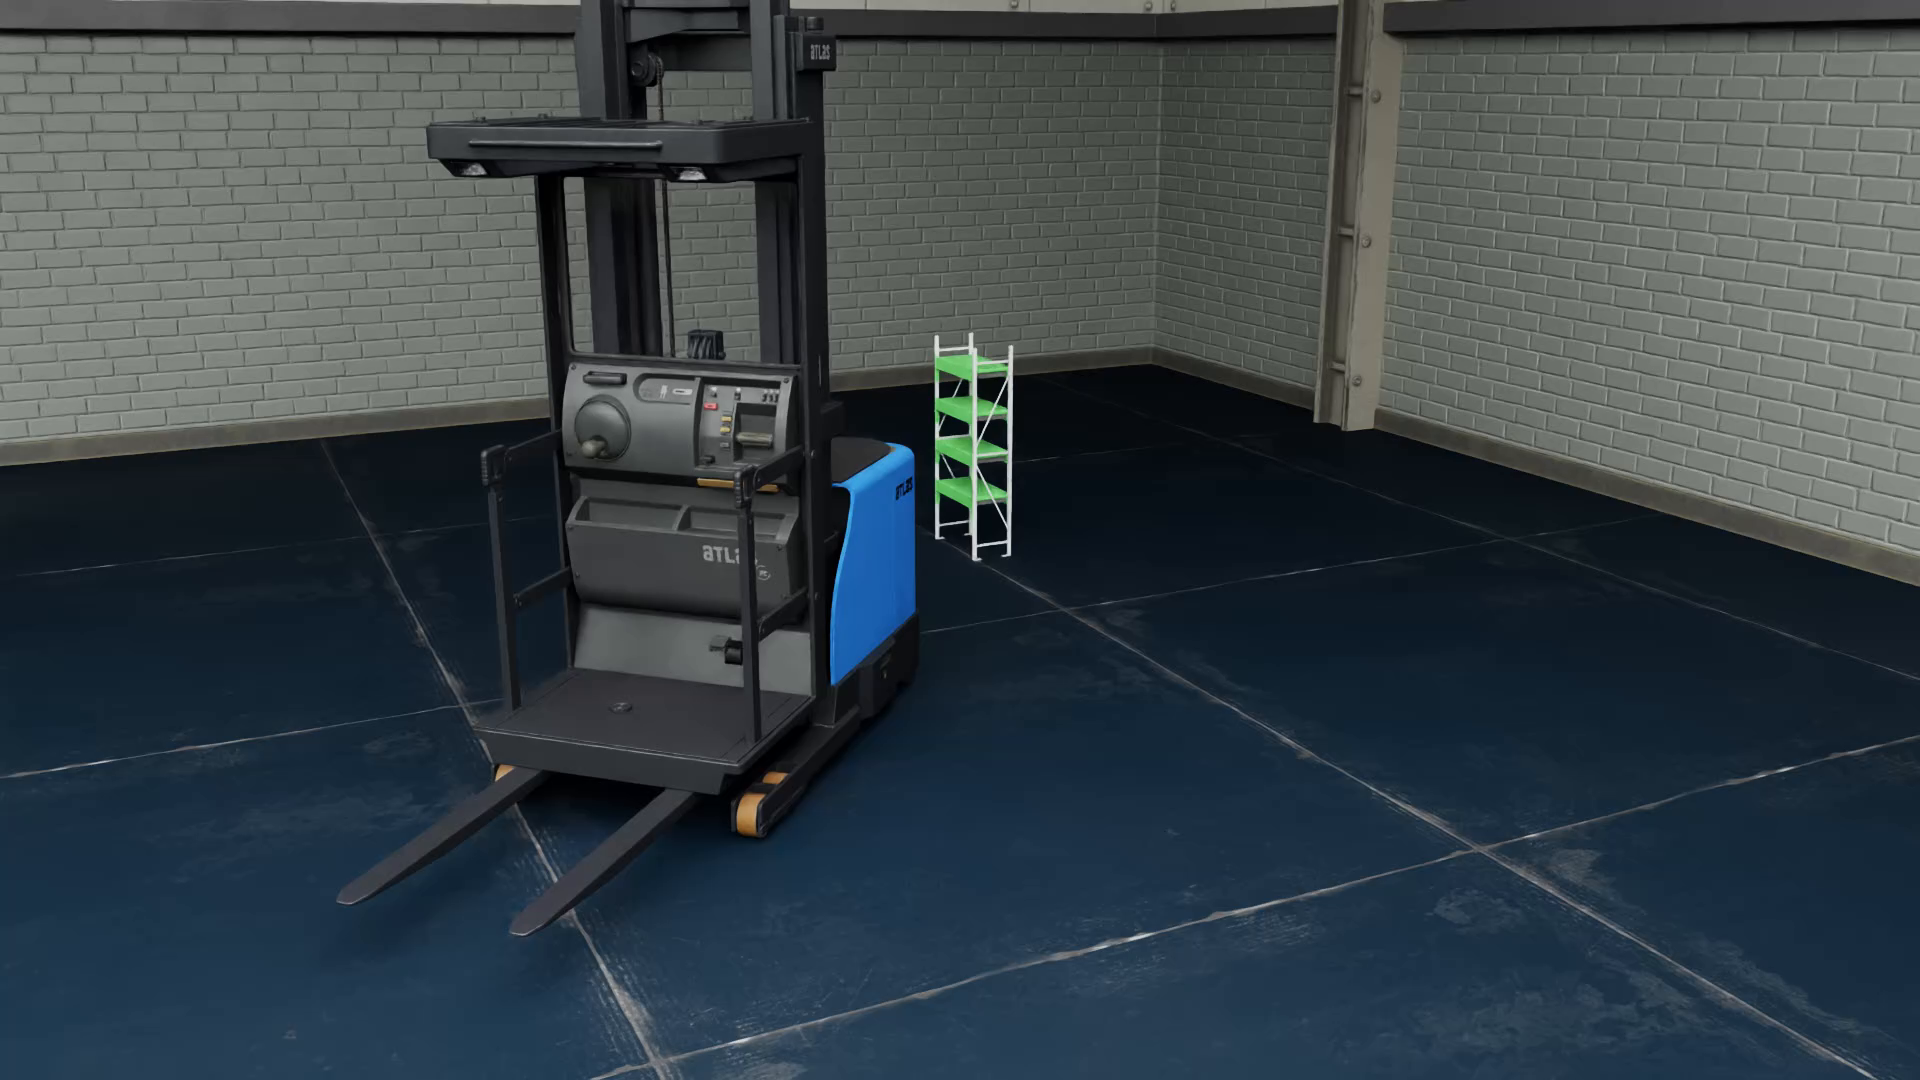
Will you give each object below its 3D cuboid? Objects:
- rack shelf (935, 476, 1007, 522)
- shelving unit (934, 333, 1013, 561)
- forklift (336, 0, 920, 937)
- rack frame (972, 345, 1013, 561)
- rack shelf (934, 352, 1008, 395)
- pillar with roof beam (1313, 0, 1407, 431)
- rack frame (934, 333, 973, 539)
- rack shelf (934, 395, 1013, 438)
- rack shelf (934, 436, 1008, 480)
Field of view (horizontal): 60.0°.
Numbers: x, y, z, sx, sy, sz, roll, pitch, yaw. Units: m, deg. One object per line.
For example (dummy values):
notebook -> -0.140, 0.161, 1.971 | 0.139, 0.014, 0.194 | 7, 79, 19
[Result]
rack shelf -> 0.073, -0.244, 9.526 | 0.258, 0.148, 0.480 | -8, 18, -25
shelving unit -> 0.072, -0.536, 9.442 | 0.258, 1.200, 0.503 | -8, 18, -25
forklift -> -1.126, -0.457, 6.029 | 1.130, 2.935, 3.031 | 5, 17, 17
rack frame -> 0.179, -0.475, 9.231 | 0.240, 1.200, 0.015 | -8, 18, -25
rack shelf -> 0.072, -0.936, 9.327 | 0.258, 0.148, 0.480 | -8, 18, -25
pillar with roof beam -> -0.894, -4.697, 9.806 | 9.100, 9.000, 0.400 | -8, 18, -25
rack frame -> -0.034, -0.596, 9.653 | 0.240, 1.200, 0.015 | -8, 18, -25
rack shelf -> 0.072, -0.705, 9.394 | 0.258, 0.148, 0.480 | -8, 18, -25
rack shelf -> 0.073, -0.474, 9.460 | 0.258, 0.148, 0.480 | -8, 18, -25
